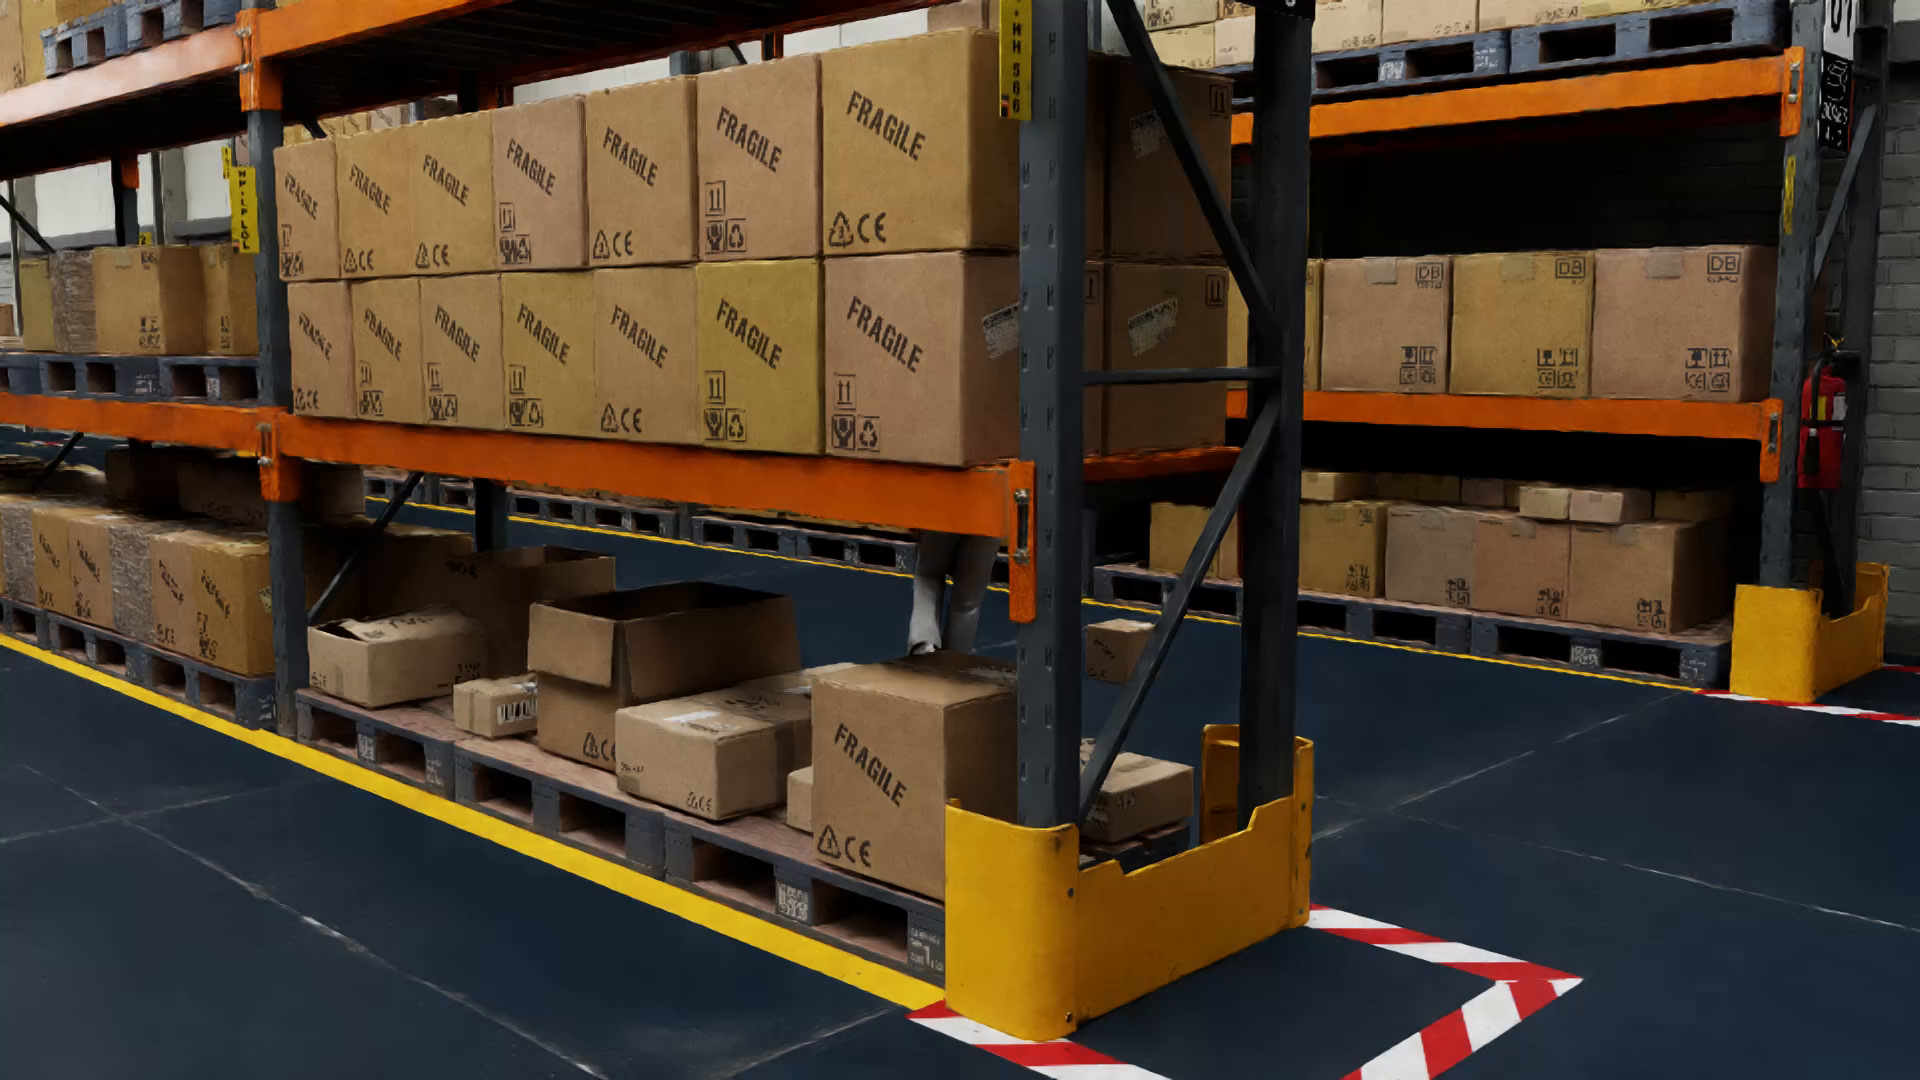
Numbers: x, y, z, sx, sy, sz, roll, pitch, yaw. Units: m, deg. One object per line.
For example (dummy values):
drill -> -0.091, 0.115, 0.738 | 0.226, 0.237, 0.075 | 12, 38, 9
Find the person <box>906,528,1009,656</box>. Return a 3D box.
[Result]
person -> 0.025, -0.091, 7.043 | 0.540, 1.664, 0.491 | 0, 7, -1
